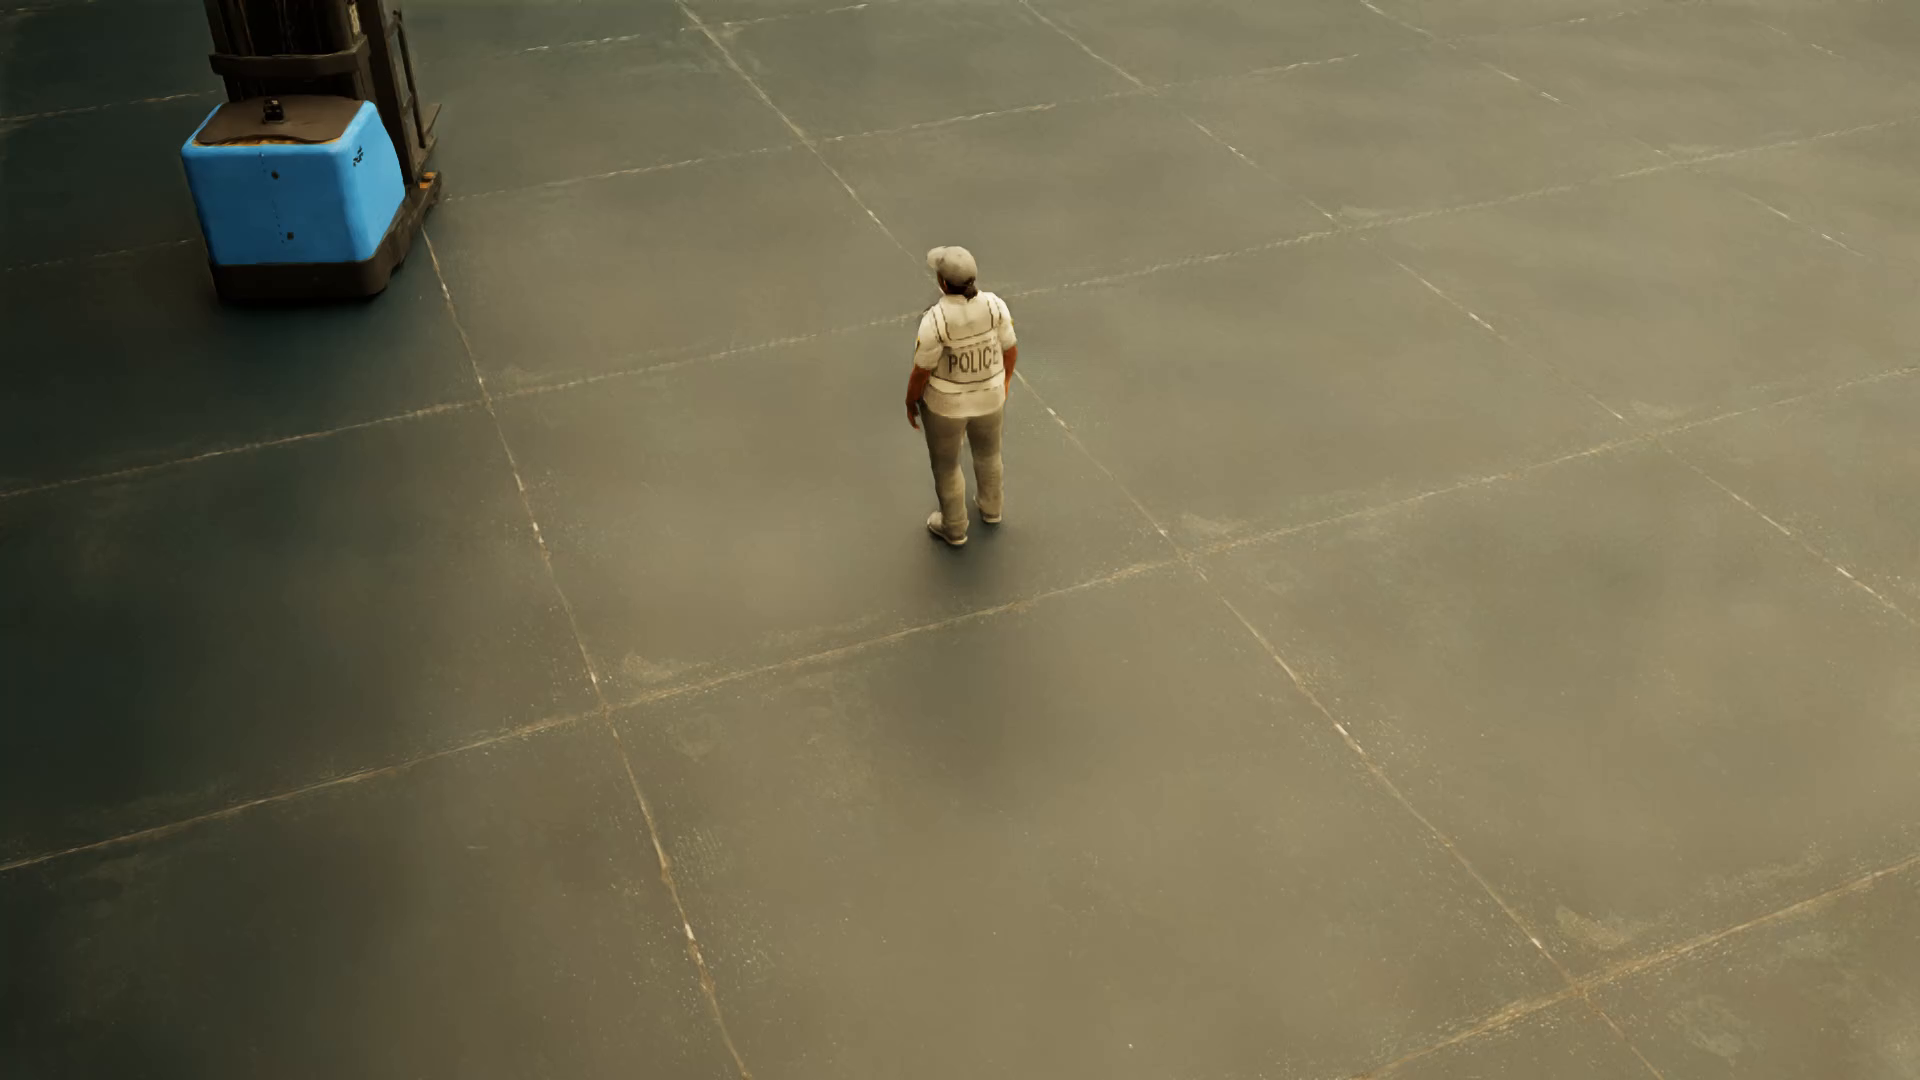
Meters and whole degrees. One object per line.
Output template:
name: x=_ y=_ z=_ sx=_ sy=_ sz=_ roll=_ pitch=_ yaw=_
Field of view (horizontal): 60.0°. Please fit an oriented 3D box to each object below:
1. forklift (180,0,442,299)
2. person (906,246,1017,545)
forklift: x=-4.349 y=-3.571 z=11.120 sx=1.130 sy=2.935 sz=3.031 roll=-2 pitch=35 yaw=-2
person: x=-0.009 y=-0.731 z=8.205 sx=0.598 sy=1.669 sz=0.529 roll=-14 pitch=38 yaw=-19
